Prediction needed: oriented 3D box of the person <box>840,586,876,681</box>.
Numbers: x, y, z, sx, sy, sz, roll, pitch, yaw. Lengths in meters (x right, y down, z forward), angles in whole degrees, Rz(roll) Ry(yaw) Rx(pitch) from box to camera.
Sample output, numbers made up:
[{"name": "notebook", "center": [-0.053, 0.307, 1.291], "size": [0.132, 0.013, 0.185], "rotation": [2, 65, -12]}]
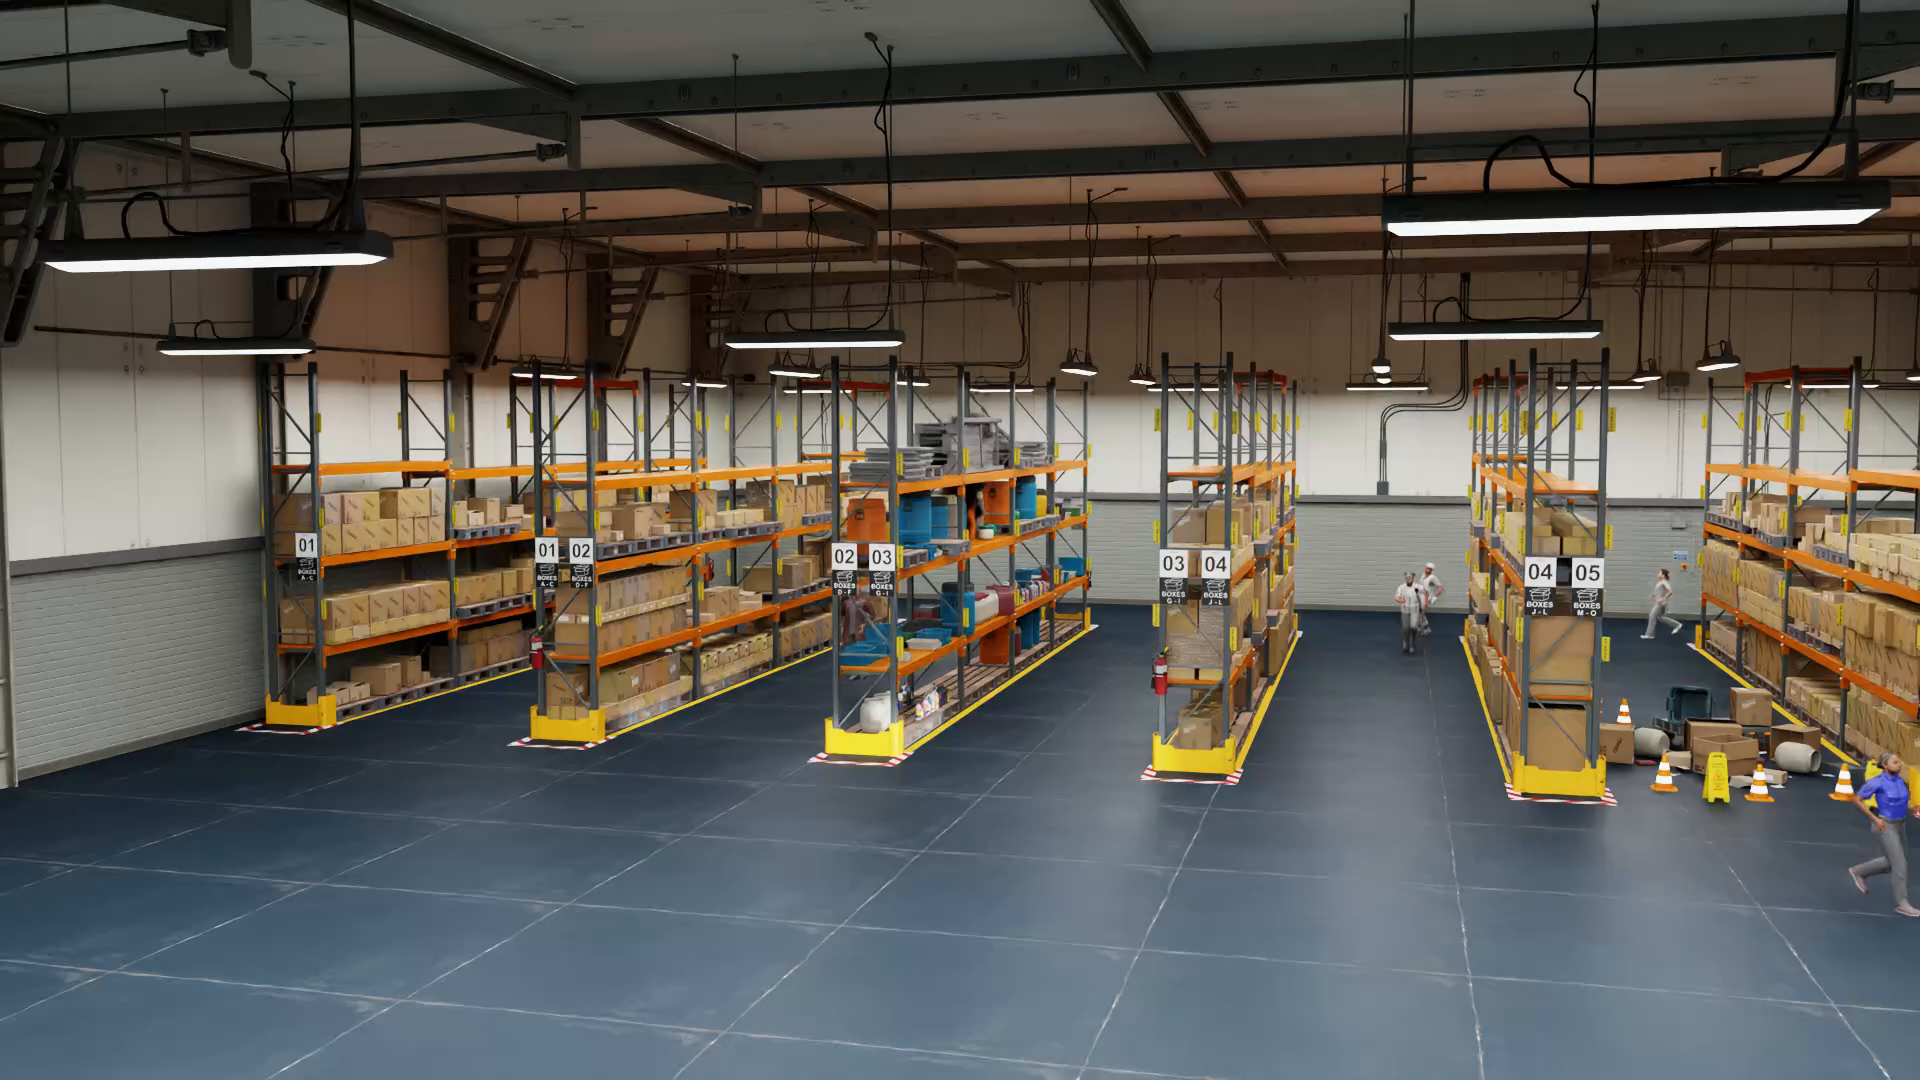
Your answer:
[{"name": "person", "center": [-1.921, 1.701, 30.440], "size": [0.731, 1.747, 0.588], "rotation": [1, 4, 17]}]

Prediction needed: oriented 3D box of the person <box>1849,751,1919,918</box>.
[{"name": "person", "center": [9.526, 2.978, 17.084], "size": [0.587, 1.627, 0.852], "rotation": [-2, 5, -28]}]

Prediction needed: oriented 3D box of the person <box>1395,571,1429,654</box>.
[{"name": "person", "center": [9.827, 1.576, 36.224], "size": [0.674, 1.808, 0.895], "rotation": [2, 4, 24]}]

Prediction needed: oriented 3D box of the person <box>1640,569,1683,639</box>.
[{"name": "person", "center": [16.224, 1.484, 38.391], "size": [0.904, 1.655, 0.593], "rotation": [1, 4, 18]}]

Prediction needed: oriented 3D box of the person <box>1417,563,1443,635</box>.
[{"name": "person", "center": [10.817, 1.412, 38.828], "size": [0.629, 1.777, 0.722], "rotation": [-1, 4, -12]}]
